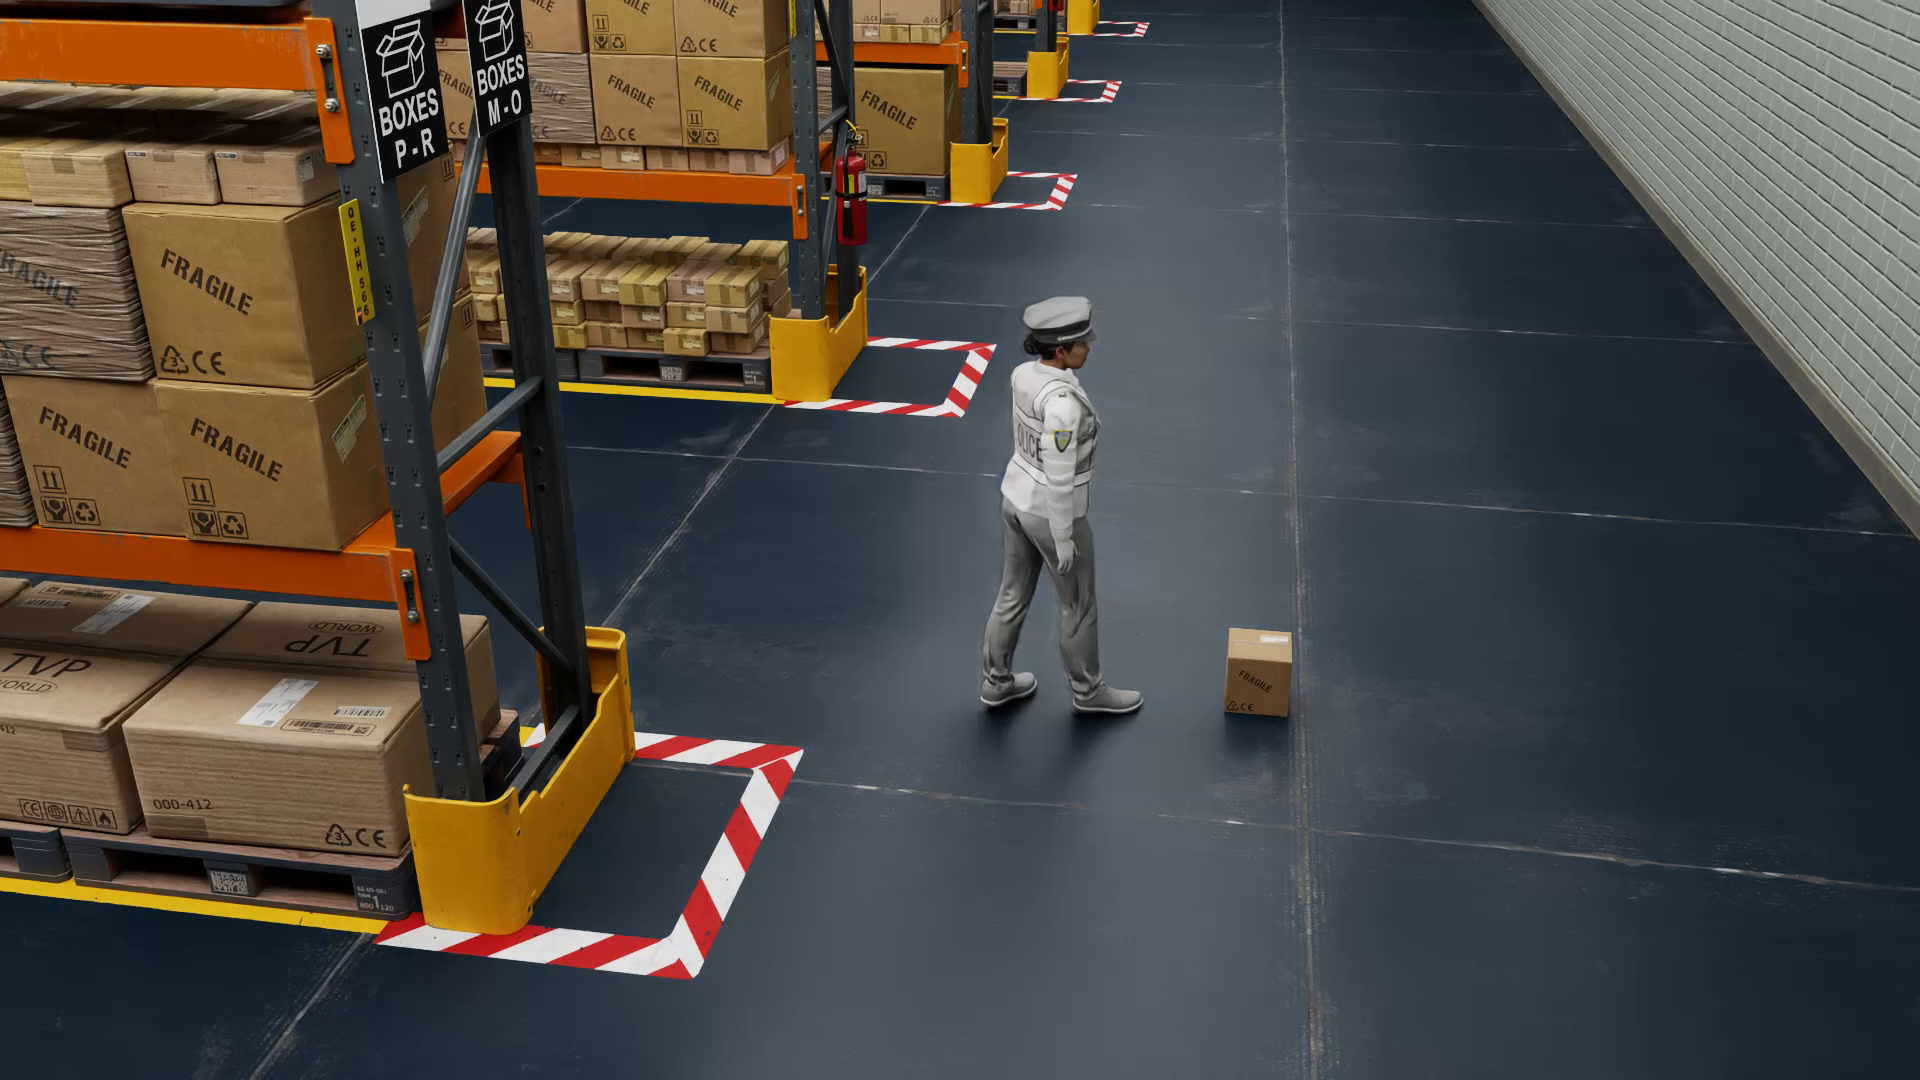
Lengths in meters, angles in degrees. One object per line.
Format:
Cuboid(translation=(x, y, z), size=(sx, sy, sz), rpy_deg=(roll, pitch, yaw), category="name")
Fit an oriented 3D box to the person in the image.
Cuboid(translation=(0.384, -0.113, 6.314), size=(0.607, 1.668, 0.486), rpy_deg=(-11, 27, -22), category="person")
